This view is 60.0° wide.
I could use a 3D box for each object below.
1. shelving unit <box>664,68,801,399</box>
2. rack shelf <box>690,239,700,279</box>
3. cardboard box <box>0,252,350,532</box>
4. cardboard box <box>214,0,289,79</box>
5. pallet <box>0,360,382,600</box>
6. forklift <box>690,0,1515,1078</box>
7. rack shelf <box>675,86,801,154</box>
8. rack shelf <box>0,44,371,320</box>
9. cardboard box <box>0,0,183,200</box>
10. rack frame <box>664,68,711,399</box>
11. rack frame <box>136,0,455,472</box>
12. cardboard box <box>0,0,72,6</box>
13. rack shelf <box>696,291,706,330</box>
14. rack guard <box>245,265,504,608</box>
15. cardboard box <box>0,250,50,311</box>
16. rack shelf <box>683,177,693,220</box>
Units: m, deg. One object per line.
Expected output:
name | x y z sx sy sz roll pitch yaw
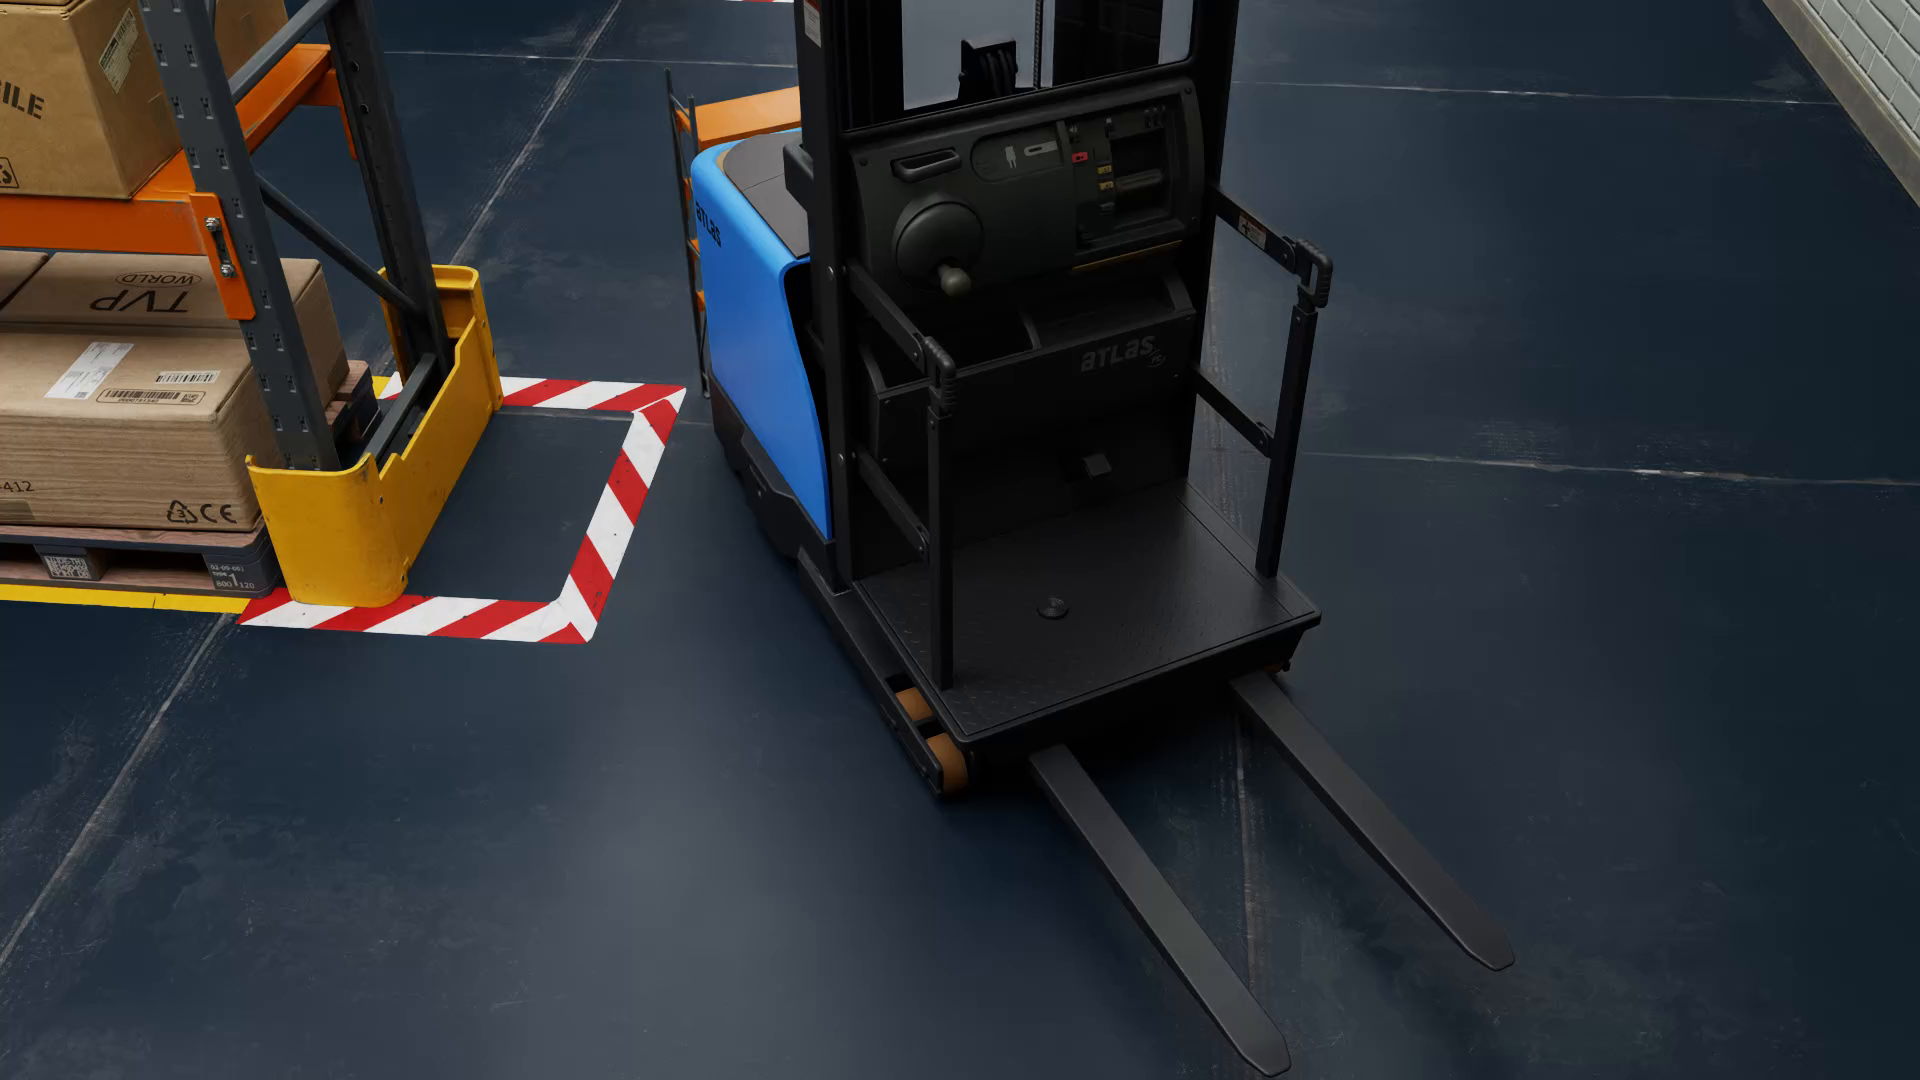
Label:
shelving unit | -0.637 -0.994 5.520 0.503 1.200 0.258 -17 42 -20
rack shelf | -0.637 -0.942 5.563 0.480 0.148 0.258 -17 42 -20
cardboard box | -2.512 -0.476 5.156 0.875 0.438 0.875 2 39 2
cardboard box | -2.299 -1.579 4.735 0.500 0.500 0.500 3 39 3
pallet | -2.649 -0.247 5.386 1.213 0.211 1.003 3 39 4
forklift | 0.279 -0.780 3.887 1.130 2.935 3.031 -17 42 -20
rack shelf | -0.637 -1.299 5.272 0.480 0.148 0.258 -17 42 -20
rack shelf | -3.838 -1.164 4.873 4.000 0.370 1.077 3 39 4
cardboard box | -2.349 -1.232 4.309 0.500 0.500 0.500 3 39 4
rack frame | -0.856 -0.925 5.437 0.015 1.200 0.240 -17 42 -20
rack frame | -1.846 -1.334 4.512 0.127 3.000 1.000 3 39 4
cardboard box | -2.346 -1.637 4.014 0.500 0.500 0.500 4 39 5
rack shelf | -0.637 -0.788 5.688 0.480 0.148 0.258 -17 42 -20
rack guard | -1.822 -0.363 5.300 0.348 0.500 1.175 3 39 4
cardboard box | -3.424 -0.521 5.210 0.875 0.438 0.875 4 39 5
rack shelf | -0.637 -1.115 5.422 0.480 0.148 0.258 -17 42 -20
